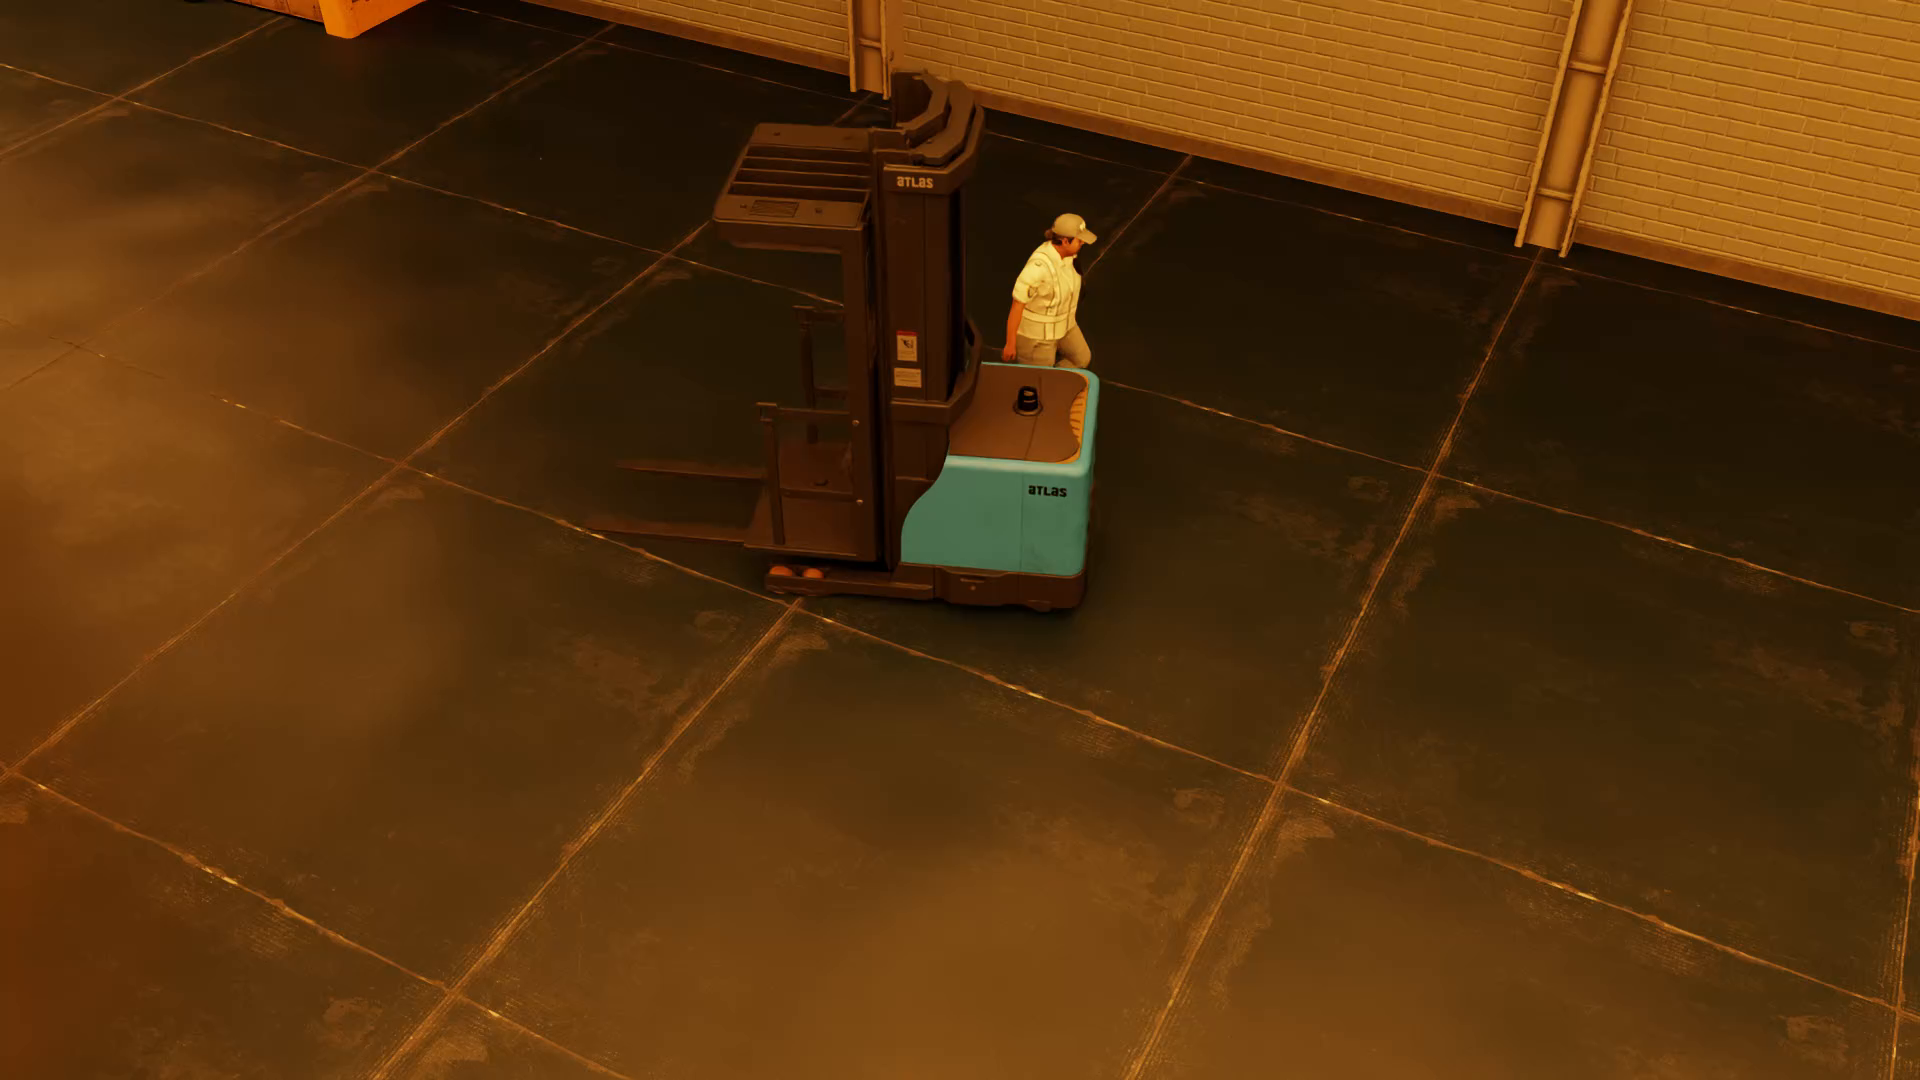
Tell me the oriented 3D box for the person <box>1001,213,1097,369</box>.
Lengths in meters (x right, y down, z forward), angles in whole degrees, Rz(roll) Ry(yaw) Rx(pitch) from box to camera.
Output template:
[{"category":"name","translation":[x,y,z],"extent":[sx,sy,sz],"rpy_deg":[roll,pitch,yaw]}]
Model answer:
[{"category":"person","translation":[0.581,-1.344,10.618],"extent":[0.461,1.640,0.777],"rpy_deg":[22,45,24]}]

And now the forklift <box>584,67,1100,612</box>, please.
[{"category":"forklift","translation":[-0.724,-1.119,9.316],"extent":[3.031,2.935,1.130],"rpy_deg":[5,40,6]}]
